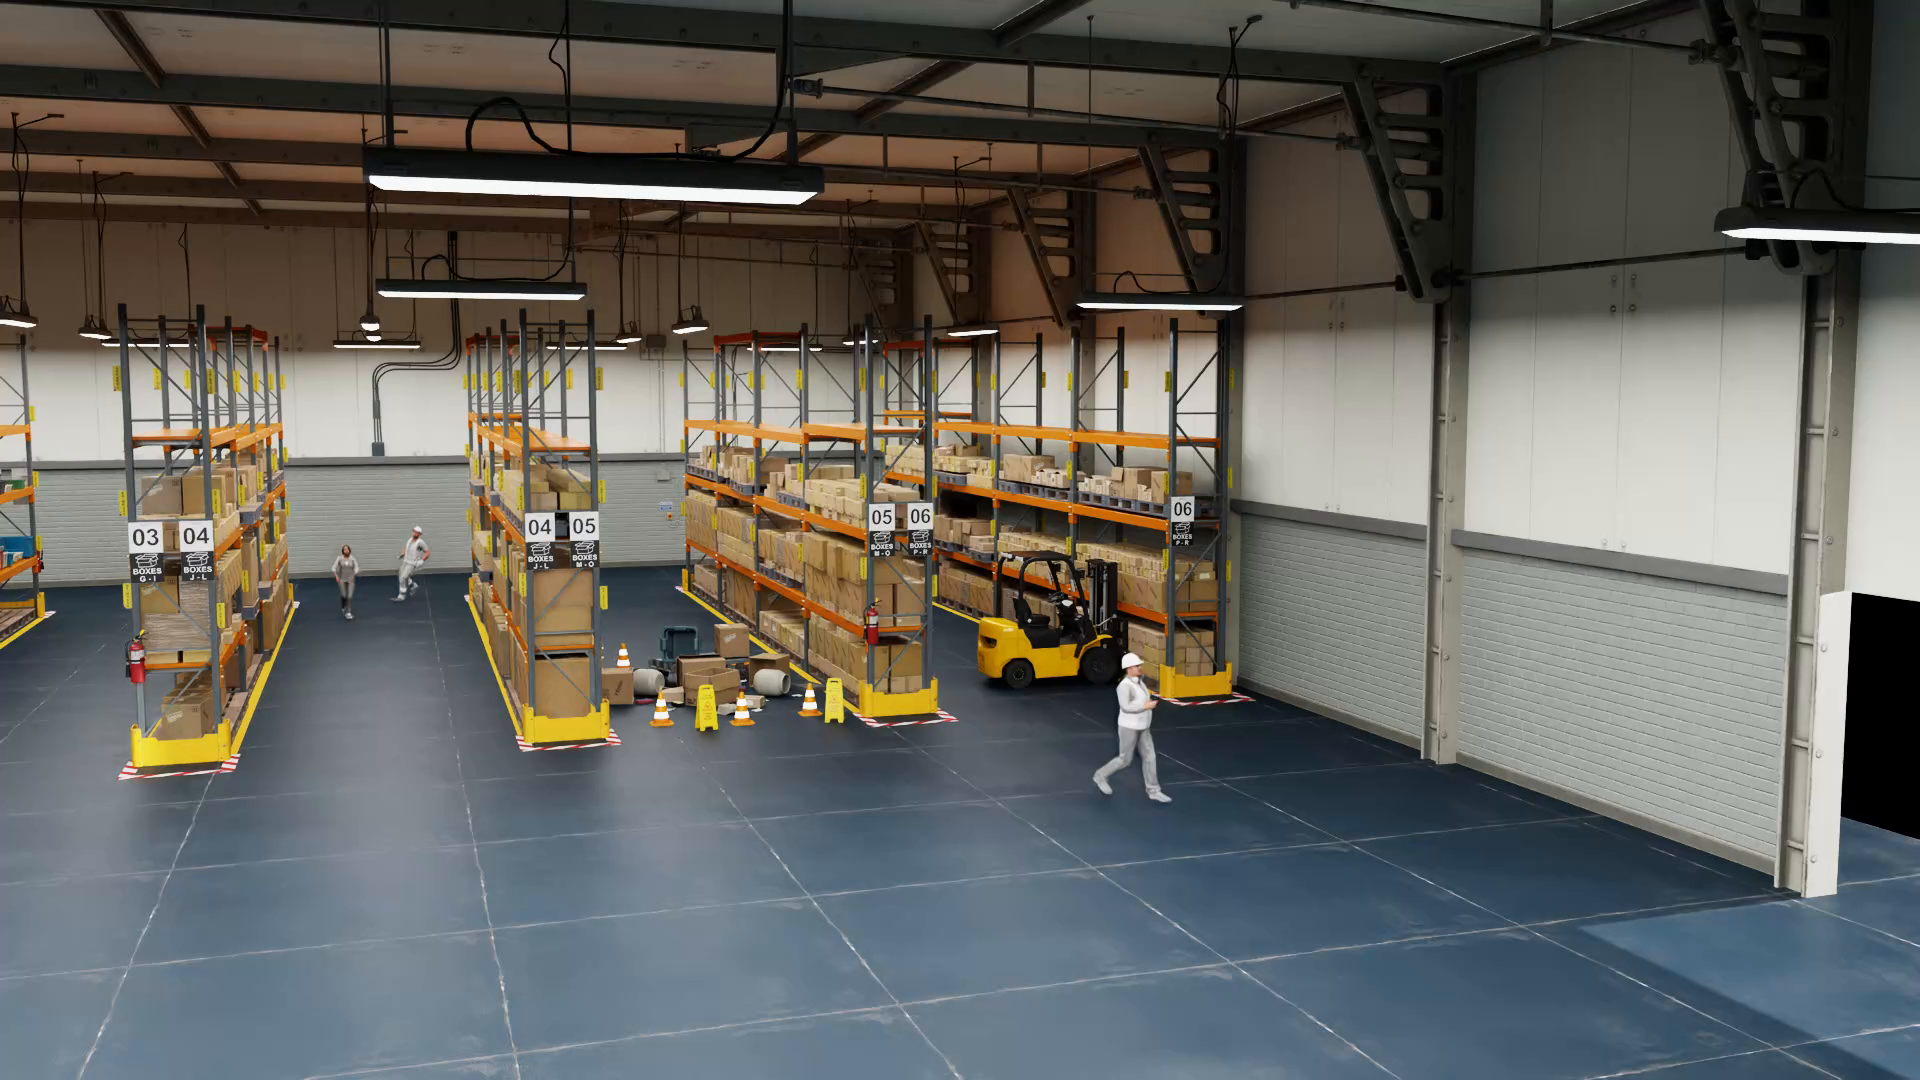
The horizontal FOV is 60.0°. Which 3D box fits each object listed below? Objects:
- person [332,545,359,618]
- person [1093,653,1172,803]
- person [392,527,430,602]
[{"bbox_3d":[-13.006,0.886,35.235,0.530,1.564,0.483,-2,6,-23],"label":"person"},{"bbox_3d":[2.068,2.223,19.805,0.971,1.757,0.658,3,6,32],"label":"person"},{"bbox_3d":[-12.531,0.558,37.890,0.730,1.705,0.737,4,7,36],"label":"person"}]
